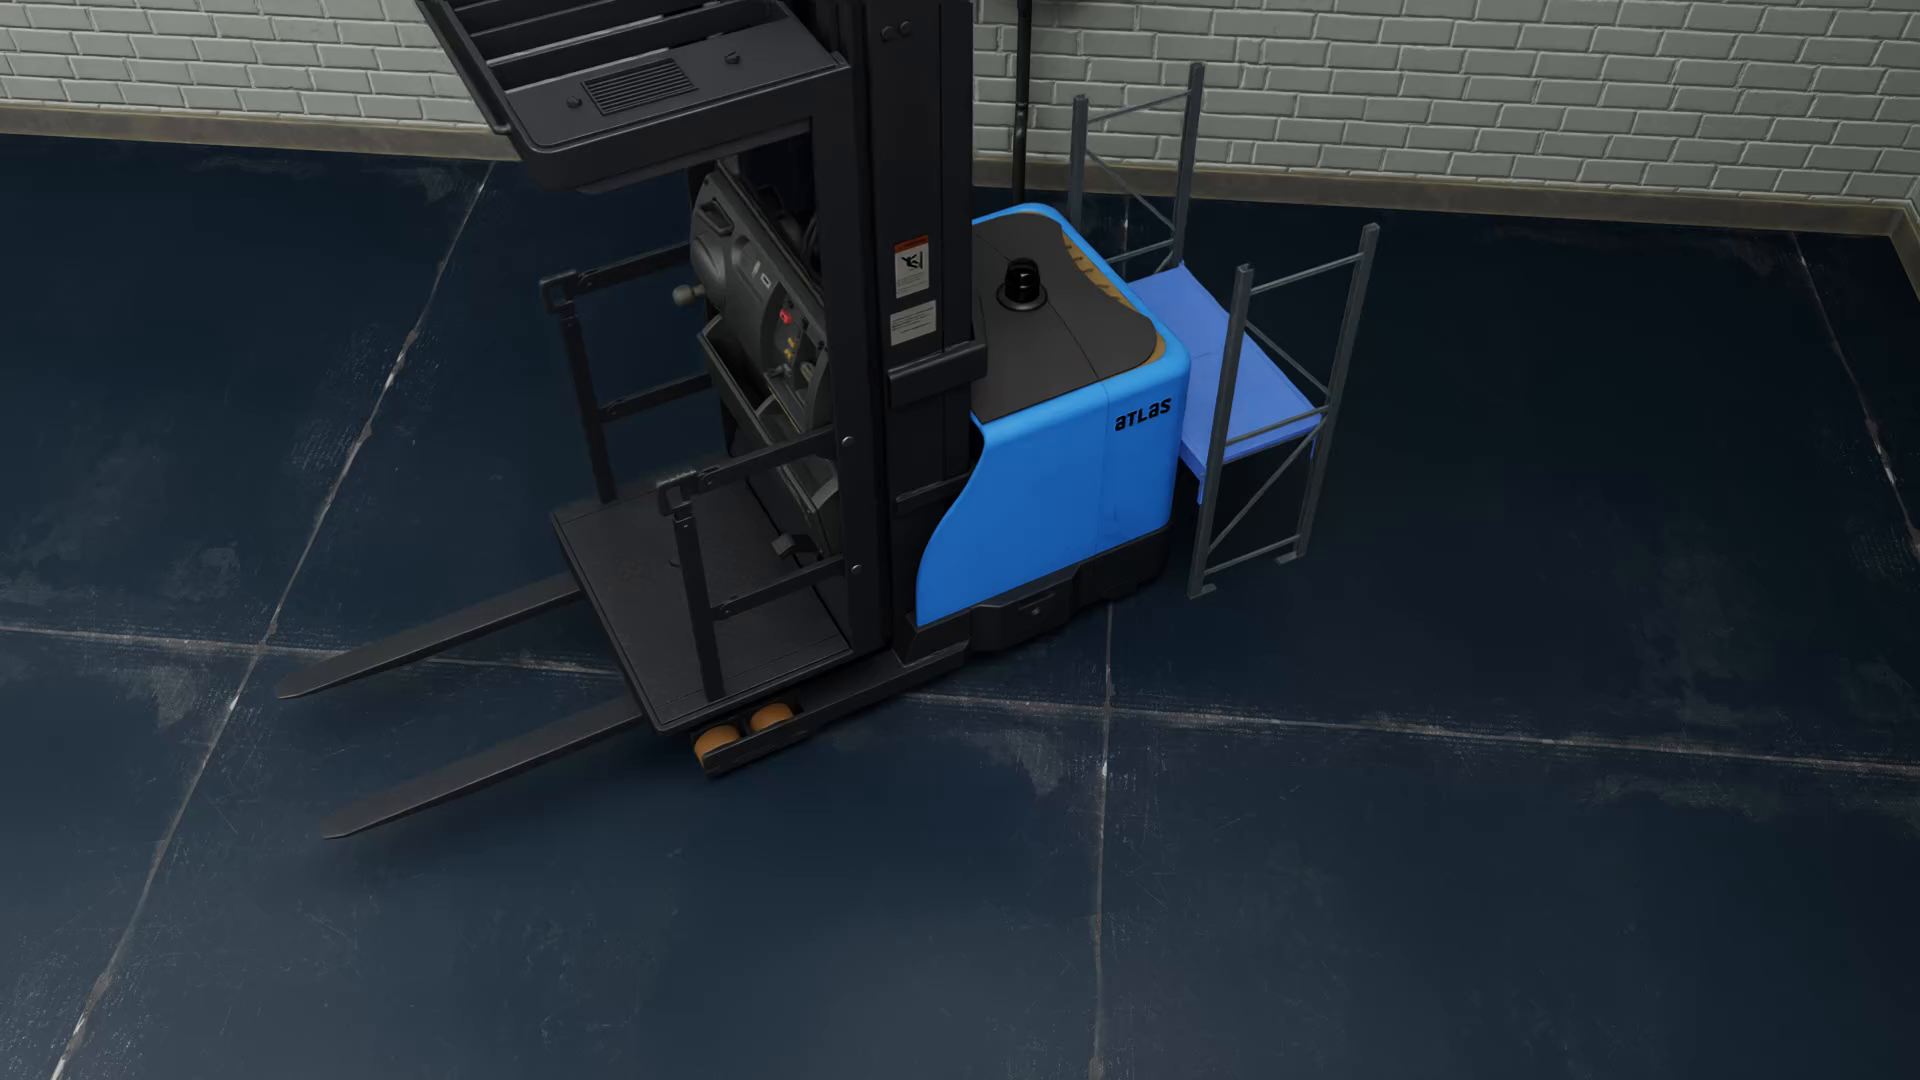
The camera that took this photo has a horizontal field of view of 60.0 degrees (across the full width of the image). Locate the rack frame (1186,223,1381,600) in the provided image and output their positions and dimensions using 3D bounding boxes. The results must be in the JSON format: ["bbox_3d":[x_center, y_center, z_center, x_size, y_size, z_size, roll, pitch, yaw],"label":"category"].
[{"bbox_3d":[1.057,-0.379,5.580,0.500,1.500,0.032,-20,51,-17],"label":"rack frame"}]

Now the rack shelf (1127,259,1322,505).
[{"bbox_3d":[0.835,-0.595,6.021,0.538,0.185,1.000,-20,51,-17],"label":"rack shelf"}]

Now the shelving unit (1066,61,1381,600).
[{"bbox_3d":[0.835,-0.716,5.889,0.538,1.500,1.048,-20,51,-17],"label":"shelving unit"}]

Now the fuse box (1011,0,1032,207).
[{"bbox_3d":[0.289,-2.080,6.993,0.539,1.711,0.414,4,48,4],"label":"fuse box"}]

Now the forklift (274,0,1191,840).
[{"bbox_3d":[-0.780,-0.662,4.869,3.031,2.935,1.130,-21,51,-19],"label":"forklift"}]

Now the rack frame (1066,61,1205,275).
[{"bbox_3d":[0.612,-1.053,6.197,0.500,1.500,0.032,-20,51,-17],"label":"rack frame"}]
